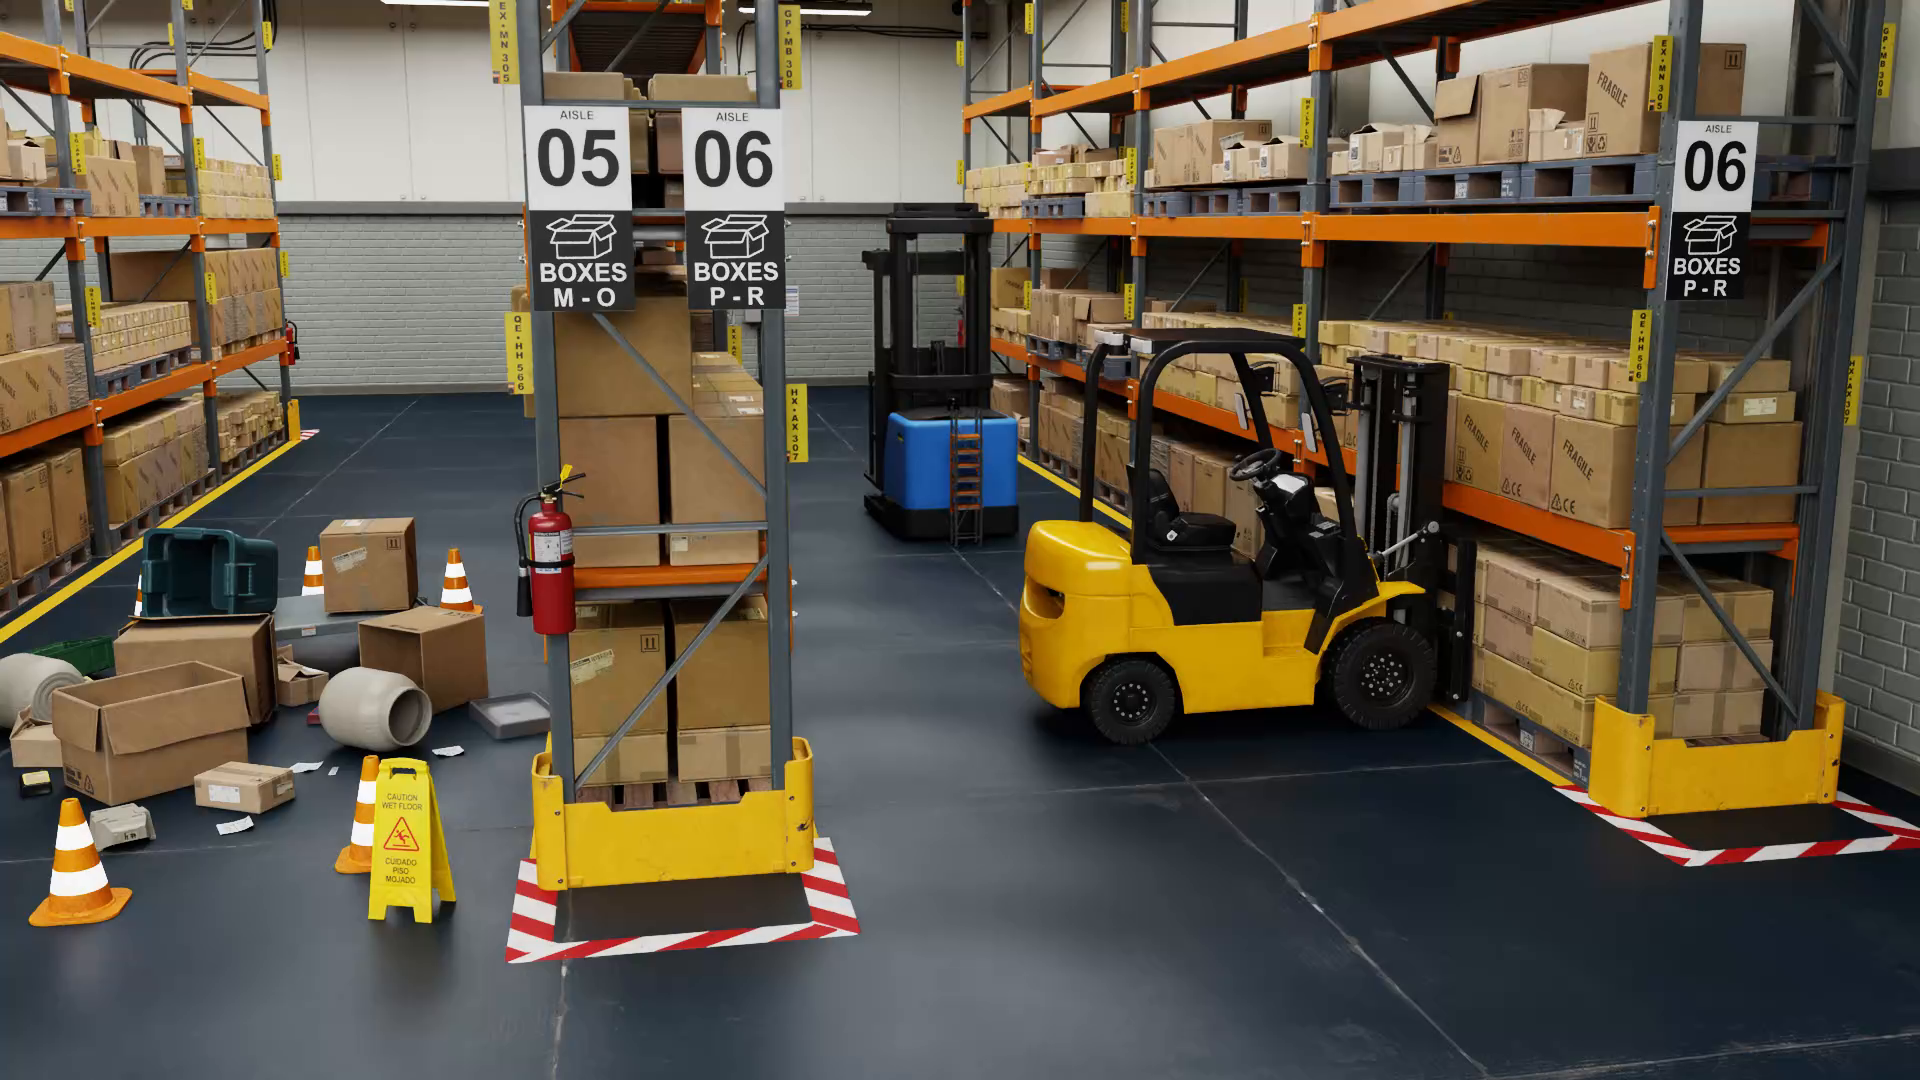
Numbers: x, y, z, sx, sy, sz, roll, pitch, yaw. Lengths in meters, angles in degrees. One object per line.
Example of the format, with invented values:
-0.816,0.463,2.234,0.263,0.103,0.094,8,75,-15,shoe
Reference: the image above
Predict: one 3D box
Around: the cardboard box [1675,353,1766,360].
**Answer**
3.806,-0.855,8.371,0.380,0.149,0.250,-2,11,-9,cardboard box

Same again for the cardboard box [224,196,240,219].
-8.405,-3.724,18.621,0.500,0.250,0.500,-2,11,-9,cardboard box

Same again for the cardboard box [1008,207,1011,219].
0.804,-4.017,20.430,0.380,0.149,0.250,-2,11,-9,cardboard box

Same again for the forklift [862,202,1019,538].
-0.310,-1.690,15.736,1.130,2.935,3.031,-2,11,-13,forklift

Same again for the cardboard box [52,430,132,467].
-7.504,-0.791,14.385,0.500,0.250,0.500,-3,11,-14,cardboard box

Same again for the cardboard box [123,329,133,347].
-7.711,-1.824,15.011,0.380,0.149,0.250,-2,11,-11,cardboard box

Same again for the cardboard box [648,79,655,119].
-1.149,-1.900,7.174,0.380,0.149,0.250,-2,11,-11,cardboard box

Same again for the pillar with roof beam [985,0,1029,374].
-3.322,-6.473,24.640,9.100,9.000,0.548,-2,11,-11,pillar with roof beam

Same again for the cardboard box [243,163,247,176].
-8.660,-4.378,19.651,0.380,0.149,0.250,-2,11,-12,cardboard box

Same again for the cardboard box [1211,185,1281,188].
2.489,-3.220,14.581,0.500,0.250,0.500,-2,11,-11,cardboard box

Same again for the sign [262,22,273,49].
-8.615,-6.276,20.682,0.100,0.325,0.005,-2,11,-11,sign

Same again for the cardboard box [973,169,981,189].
0.461,-4.763,21.943,0.500,0.250,0.500,-2,11,-11,cardboard box

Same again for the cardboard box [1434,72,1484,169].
3.150,-2.373,9.454,0.797,0.503,0.637,-2,11,-9,cardboard box

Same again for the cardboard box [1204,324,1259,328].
2.185,-1.656,13.373,0.380,0.149,0.250,-2,11,-13,cardboard box

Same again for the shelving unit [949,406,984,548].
0.055,-0.545,14.353,0.258,1.200,0.189,-2,11,-13,shelving unit

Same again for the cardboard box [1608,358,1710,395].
3.376,-0.793,8.043,0.380,0.149,0.250,-2,11,-11,cardboard box

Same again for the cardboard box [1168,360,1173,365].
2.039,-1.678,14.555,0.500,0.250,0.500,-2,11,-9,cardboard box

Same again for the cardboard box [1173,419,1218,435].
2.301,-1.092,16.241,0.380,0.149,0.250,-2,11,-8,cardboard box

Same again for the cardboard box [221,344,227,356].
-8.393,-2.124,18.508,0.380,0.149,0.250,-3,11,-14,cardboard box

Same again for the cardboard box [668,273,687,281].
-2.628,-2.147,15.012,0.500,0.500,0.500,-2,11,-13,cardboard box

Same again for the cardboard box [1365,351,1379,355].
2.784,-1.112,10.516,0.380,0.149,0.250,-2,11,-10,cardboard box

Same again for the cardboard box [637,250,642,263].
-3.513,-3.259,19.120,0.380,0.149,0.250,-2,11,-12,cardboard box

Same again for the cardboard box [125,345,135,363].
-7.710,-1.678,15.038,0.380,0.149,0.250,-2,11,-9,cardboard box

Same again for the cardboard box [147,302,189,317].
-8.116,-2.351,16.983,0.380,0.149,0.250,-2,11,-8,cardboard box

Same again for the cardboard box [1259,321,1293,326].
2.676,-1.723,13.724,0.380,0.149,0.250,-2,11,-9,cardboard box

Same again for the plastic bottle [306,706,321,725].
-3.582,0.975,9.411,0.133,0.061,0.283,0,11,-1,plastic bottle

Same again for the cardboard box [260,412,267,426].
-8.565,-1.452,20.007,0.380,0.149,0.250,-2,11,-10,cardboard box

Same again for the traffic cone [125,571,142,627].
-5.609,0.370,11.513,0.336,0.463,0.334,-2,11,-11,traffic cone

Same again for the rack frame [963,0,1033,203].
0.541,-6.103,22.693,1.000,3.000,0.127,-2,11,-11,rack frame

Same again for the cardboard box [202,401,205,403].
-9.126,-1.575,19.858,0.380,0.149,0.250,-2,11,-9,cardboard box

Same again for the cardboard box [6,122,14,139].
-7.941,-3.272,13.528,0.396,0.266,0.258,-2,11,-11,cardboard box

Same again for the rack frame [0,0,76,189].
-7.607,-4.256,12.989,1.000,3.000,0.127,-2,11,-11,rack frame

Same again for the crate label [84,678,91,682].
-5.128,0.896,9.625,0.250,0.136,0.298,9,14,38,crate label

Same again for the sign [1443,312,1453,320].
3.419,-1.439,11.710,0.100,0.325,0.005,-2,11,-11,sign

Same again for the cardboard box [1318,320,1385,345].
2.646,-1.399,11.229,0.380,0.149,0.250,-2,11,-10,cardboard box

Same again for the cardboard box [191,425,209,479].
-7.994,-0.894,16.933,0.500,0.500,0.500,-2,11,-12,cardboard box

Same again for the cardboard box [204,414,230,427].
-8.342,-1.308,18.458,0.380,0.149,0.250,-2,11,-12,cardboard box

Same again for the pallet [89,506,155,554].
-7.758,-0.082,14.564,1.003,0.211,1.213,-2,11,-11,pallet

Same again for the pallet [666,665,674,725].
-1.588,0.942,9.181,1.003,0.211,1.213,-2,11,-11,pallet

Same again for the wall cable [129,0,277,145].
-11.767,-8.304,25.654,2.277,5.999,0.120,-2,11,-11,wall cable

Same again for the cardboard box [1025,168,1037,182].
0.946,-4.103,18.694,0.380,0.149,0.250,-2,11,-9,cardboard box

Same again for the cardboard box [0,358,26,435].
-6.960,-1.008,11.702,0.500,0.500,0.500,-2,11,-10,cardboard box

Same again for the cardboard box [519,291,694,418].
-1.529,-0.812,7.204,0.700,0.500,0.500,-2,11,-12,cardboard box

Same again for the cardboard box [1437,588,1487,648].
3.043,0.414,9.395,0.500,0.250,0.500,-2,11,-12,cardboard box

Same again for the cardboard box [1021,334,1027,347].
0.937,-2.395,19.928,0.380,0.149,0.250,-2,11,-9,cardboard box

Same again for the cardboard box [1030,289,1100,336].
1.193,-2.581,18.842,0.700,0.500,0.500,-2,11,-10,cardboard box

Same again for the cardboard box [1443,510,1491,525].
3.358,-0.033,10.402,0.500,0.250,0.500,-2,11,-11,cardboard box

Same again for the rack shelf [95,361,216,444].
-7.996,-1.322,15.544,1.077,0.370,4.000,-2,11,-11,rack shelf

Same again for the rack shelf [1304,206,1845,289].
3.264,-1.708,9.550,1.077,0.370,4.000,-2,11,-11,rack shelf

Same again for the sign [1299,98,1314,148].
2.344,-2.815,11.219,0.100,0.325,0.005,-2,11,-11,sign

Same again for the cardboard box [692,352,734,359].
-1.663,-0.896,10.321,0.500,0.500,0.500,-2,11,-12,cardboard box

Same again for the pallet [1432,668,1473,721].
3.229,0.787,9.999,1.003,0.211,1.213,-2,11,-11,pallet

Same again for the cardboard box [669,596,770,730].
-1.106,0.574,7.885,0.500,0.500,0.500,-3,11,-13,cardboard box

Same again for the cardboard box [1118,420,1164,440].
1.752,-1.067,16.106,0.380,0.149,0.250,-3,11,-14,cardboard box

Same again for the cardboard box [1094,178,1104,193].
1.567,-3.577,16.782,0.380,0.149,0.250,-2,11,-9,cardboard box
